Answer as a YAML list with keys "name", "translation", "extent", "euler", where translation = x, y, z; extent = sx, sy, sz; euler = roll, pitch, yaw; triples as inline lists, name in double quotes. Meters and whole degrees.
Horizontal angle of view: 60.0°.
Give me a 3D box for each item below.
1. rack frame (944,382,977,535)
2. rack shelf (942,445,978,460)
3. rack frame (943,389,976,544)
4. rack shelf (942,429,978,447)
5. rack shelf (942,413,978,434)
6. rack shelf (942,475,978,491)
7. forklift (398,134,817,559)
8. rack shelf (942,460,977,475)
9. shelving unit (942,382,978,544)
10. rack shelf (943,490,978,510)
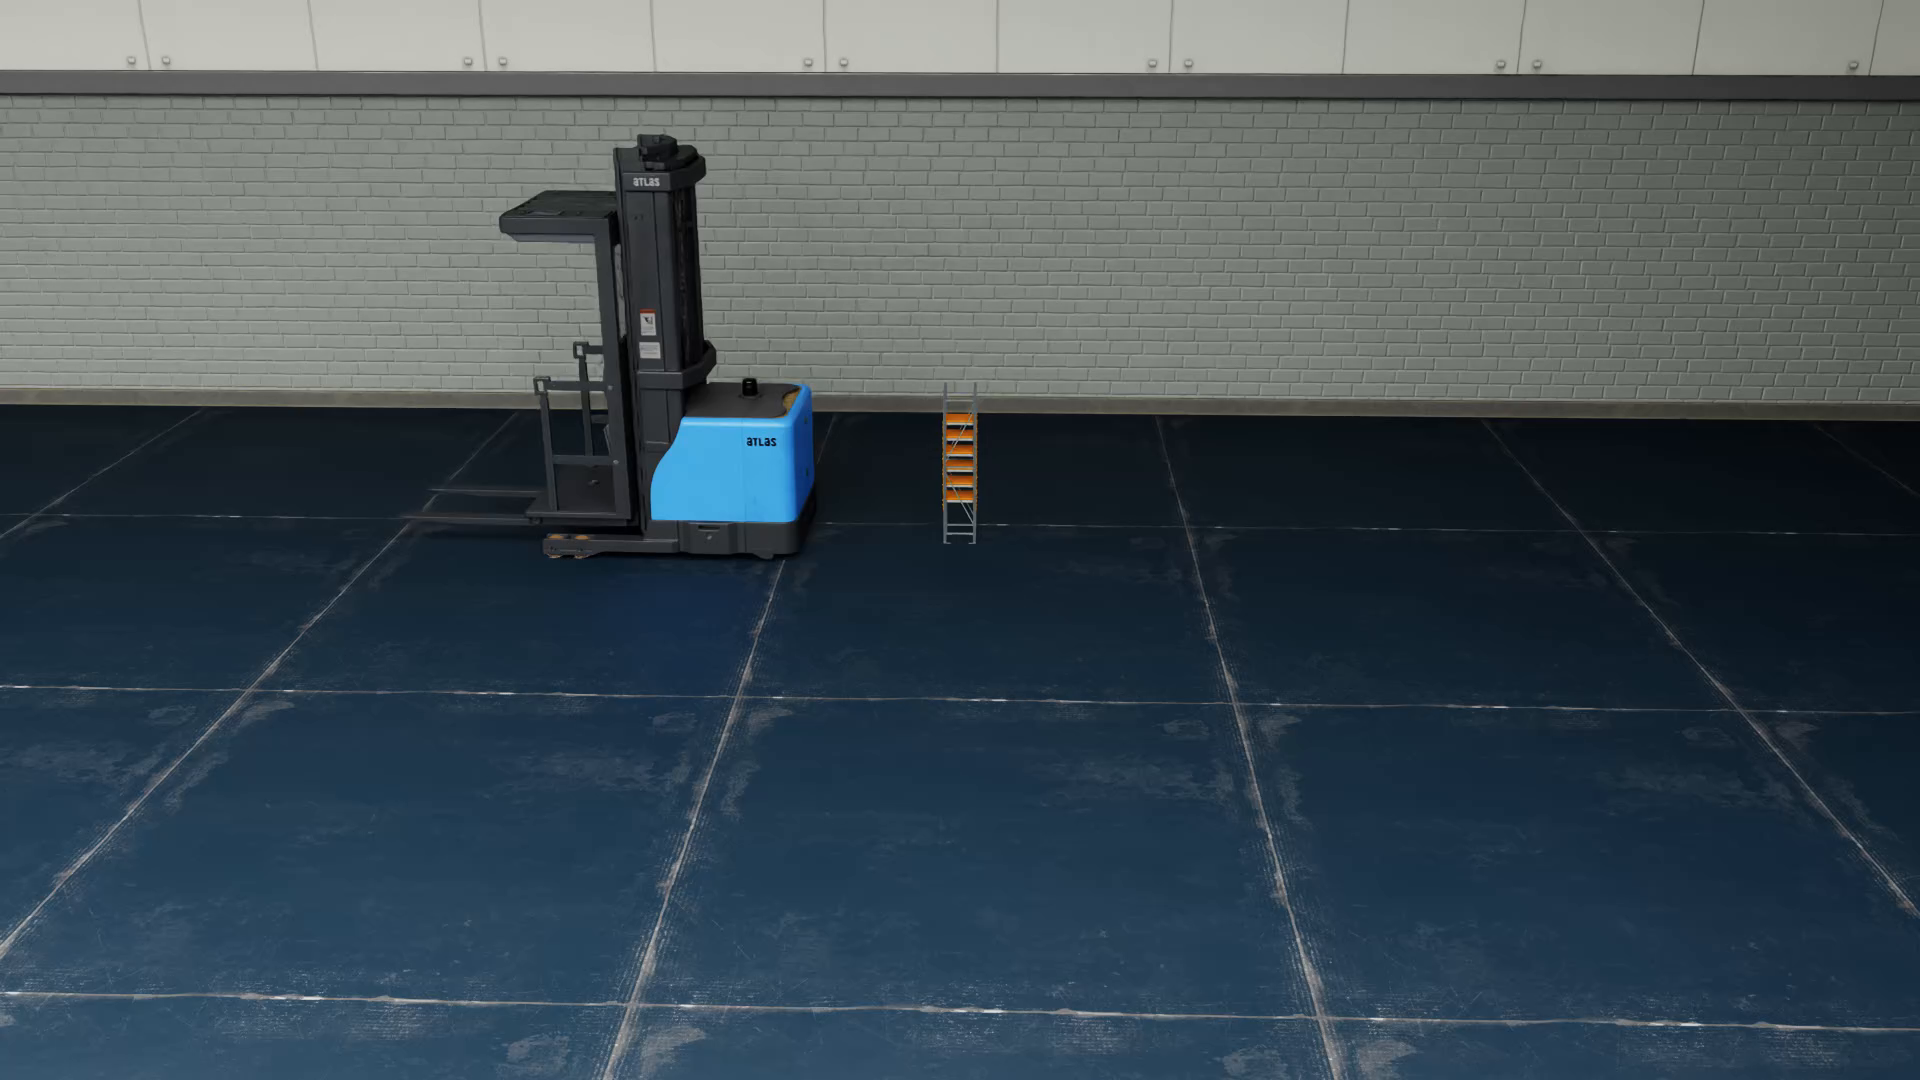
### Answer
- name: "rack frame"
  translation: [0.003, -0.598, 12.411]
  extent: [0.240, 1.200, 0.006]
  euler: [1, 21, 2]
- name: "rack shelf"
  translation: [0.000, -0.635, 12.298]
  extent: [0.258, 0.103, 0.180]
  euler: [1, 21, 2]
- name: "rack frame"
  translation: [-0.002, -0.532, 12.240]
  extent: [0.240, 1.200, 0.006]
  euler: [1, 21, 2]
- name: "rack shelf"
  translation: [0.000, -0.747, 12.255]
  extent: [0.258, 0.103, 0.180]
  euler: [1, 21, 2]
- name: "rack shelf"
  translation: [0.000, -0.859, 12.211]
  extent: [0.258, 0.103, 0.180]
  euler: [1, 21, 2]
- name: "rack shelf"
  translation: [0.000, -0.411, 12.385]
  extent: [0.258, 0.103, 0.180]
  euler: [1, 21, 2]
- name: "forklift"
  translation: [-2.652, -1.419, 12.134]
  extent: [3.031, 2.935, 1.130]
  euler: [1, 21, 3]
- name: "rack shelf"
  translation: [0.000, -0.523, 12.341]
  extent: [0.258, 0.103, 0.180]
  euler: [1, 21, 2]
- name: "shelving unit"
  translation: [0.000, -0.565, 12.325]
  extent: [0.258, 1.200, 0.189]
  euler: [1, 21, 2]
- name: "rack shelf"
  translation: [0.000, -0.299, 12.428]
  extent: [0.258, 0.103, 0.180]
  euler: [1, 21, 2]
